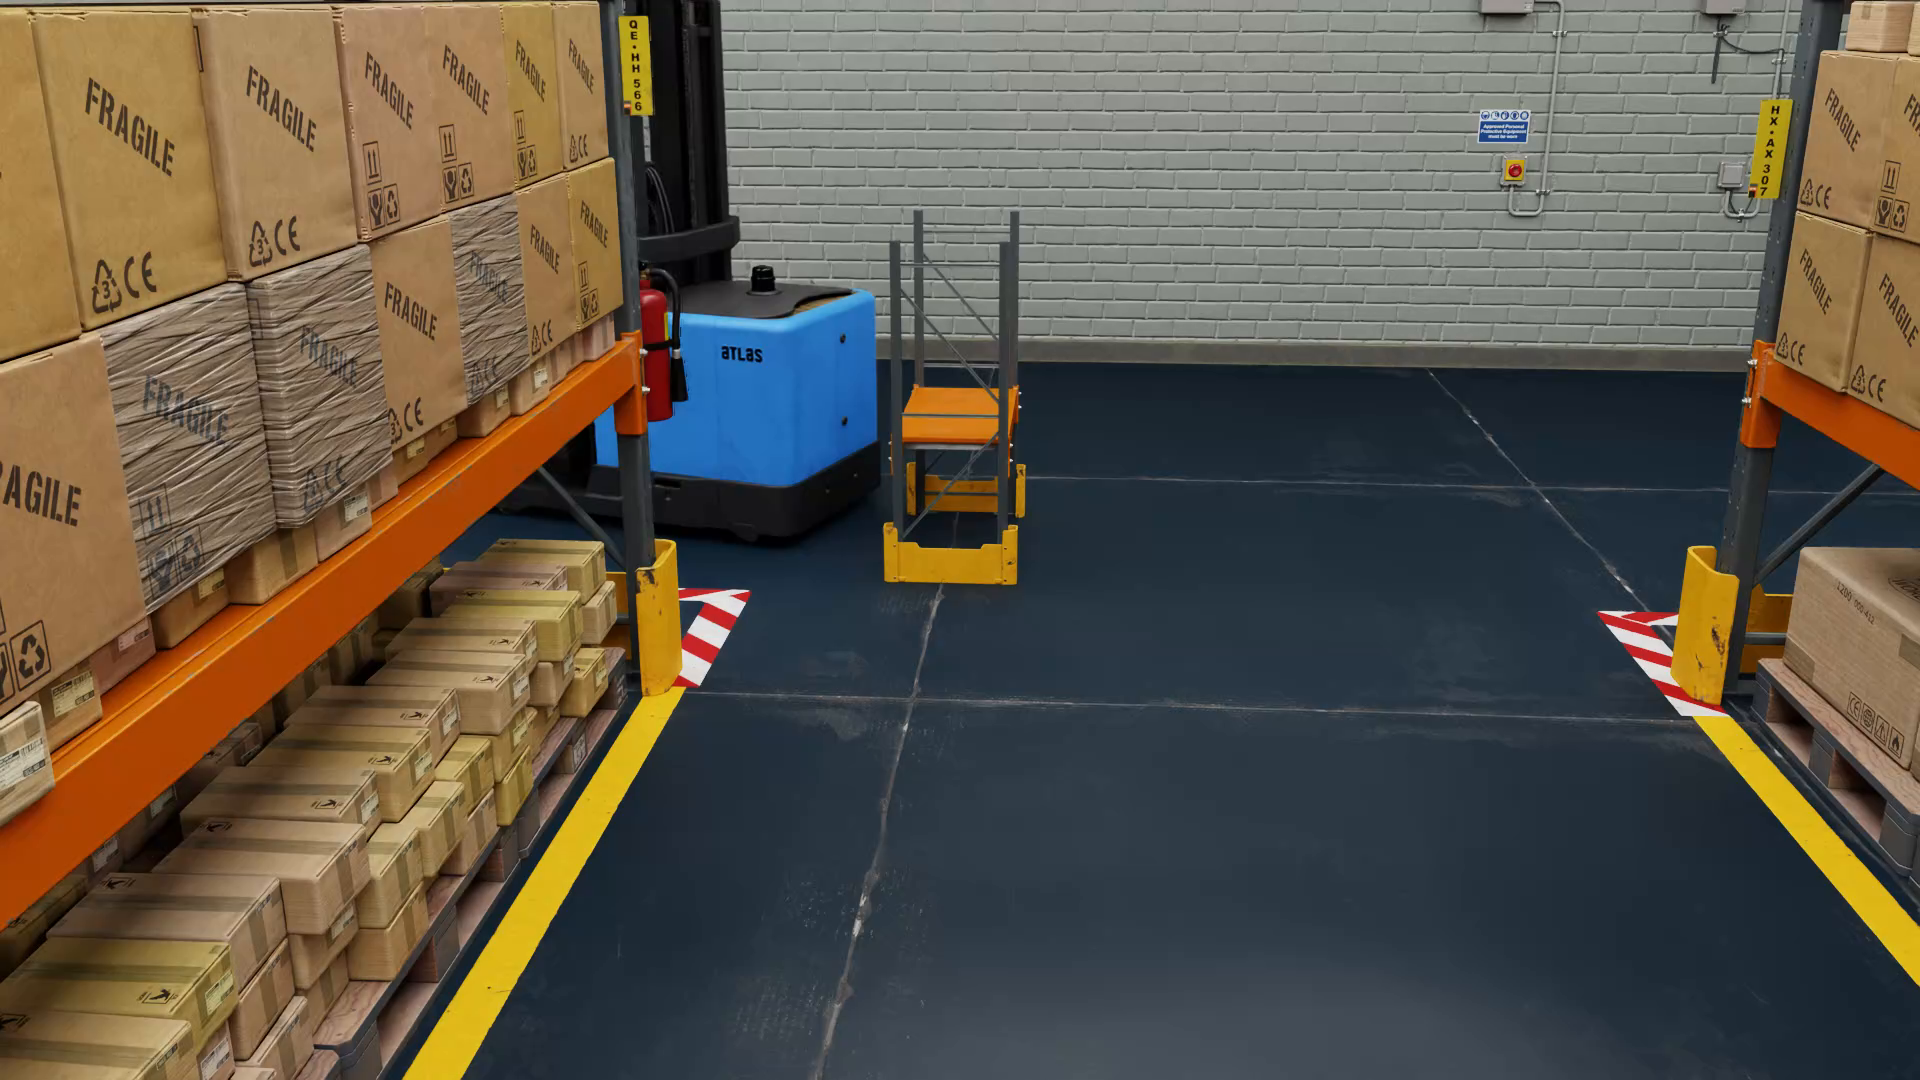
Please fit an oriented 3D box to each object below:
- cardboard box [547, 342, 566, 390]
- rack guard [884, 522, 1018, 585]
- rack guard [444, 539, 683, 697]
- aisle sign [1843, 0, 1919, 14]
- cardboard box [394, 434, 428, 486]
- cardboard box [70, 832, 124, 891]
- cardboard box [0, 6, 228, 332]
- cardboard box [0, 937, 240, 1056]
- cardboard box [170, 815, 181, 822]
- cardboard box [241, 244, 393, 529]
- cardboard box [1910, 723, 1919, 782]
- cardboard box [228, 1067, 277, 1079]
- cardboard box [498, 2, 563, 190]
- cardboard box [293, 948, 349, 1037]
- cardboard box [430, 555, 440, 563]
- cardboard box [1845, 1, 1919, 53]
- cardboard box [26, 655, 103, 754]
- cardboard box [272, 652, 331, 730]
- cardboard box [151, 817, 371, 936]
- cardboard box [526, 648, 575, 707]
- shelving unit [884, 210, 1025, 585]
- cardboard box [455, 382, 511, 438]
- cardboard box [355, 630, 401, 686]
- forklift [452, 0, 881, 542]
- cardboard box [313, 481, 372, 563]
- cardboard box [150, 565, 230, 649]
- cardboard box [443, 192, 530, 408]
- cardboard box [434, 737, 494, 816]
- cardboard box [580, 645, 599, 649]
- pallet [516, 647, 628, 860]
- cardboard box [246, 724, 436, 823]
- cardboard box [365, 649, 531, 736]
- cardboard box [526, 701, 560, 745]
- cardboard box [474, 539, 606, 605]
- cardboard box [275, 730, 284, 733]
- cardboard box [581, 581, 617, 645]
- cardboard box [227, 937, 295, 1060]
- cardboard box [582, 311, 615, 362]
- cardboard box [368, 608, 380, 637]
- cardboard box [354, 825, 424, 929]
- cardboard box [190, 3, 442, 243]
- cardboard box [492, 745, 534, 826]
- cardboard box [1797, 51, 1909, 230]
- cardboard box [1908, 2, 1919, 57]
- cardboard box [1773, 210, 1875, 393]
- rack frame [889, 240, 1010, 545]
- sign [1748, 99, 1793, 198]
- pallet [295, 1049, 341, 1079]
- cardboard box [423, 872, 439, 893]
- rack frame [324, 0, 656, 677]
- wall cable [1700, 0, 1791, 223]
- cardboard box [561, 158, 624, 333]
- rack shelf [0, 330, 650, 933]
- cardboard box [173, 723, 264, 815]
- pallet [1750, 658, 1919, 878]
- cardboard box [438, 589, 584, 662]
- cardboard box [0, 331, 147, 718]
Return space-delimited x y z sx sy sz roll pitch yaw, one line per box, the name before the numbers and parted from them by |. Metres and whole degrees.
cardboard box | -1.456 -0.553 5.198 0.380 0.149 0.250 1 18 3
rack guard | -0.041 0.060 7.340 0.587 0.250 0.087 1 18 4
rack guard | -1.662 0.277 6.276 1.175 0.500 0.348 1 18 4
aisle sign | 3.004 -2.120 5.401 0.394 0.787 0.004 1 18 4
cardboard box | -1.581 -0.227 4.202 0.380 0.149 0.250 2 18 5
cardboard box | -2.164 0.741 3.793 0.380 0.149 0.250 0 18 1
cardboard box | -1.646 -0.653 2.853 0.500 0.500 0.500 1 18 2
cardboard box | -1.664 0.914 3.266 0.380 0.149 0.250 1 18 3
cardboard box | -2.014 0.728 4.309 0.380 0.149 0.250 2 18 7
cardboard box | -1.556 -0.339 3.502 0.500 0.500 0.500 1 18 3
cardboard box | 3.283 0.654 4.551 0.875 0.438 0.875 2 18 5
cardboard box | -1.612 1.196 3.361 0.380 0.149 0.250 1 18 4
cardboard box | -1.478 -1.294 4.810 0.500 0.500 0.500 1 18 2
cardboard box | -1.659 1.031 3.862 0.380 0.149 0.250 1 18 2
cardboard box | -2.033 0.093 5.771 0.380 0.149 0.250 0 18 1
cardboard box | 2.986 -1.583 5.128 0.380 0.149 0.250 2 18 5
cardboard box | -1.652 0.264 2.703 0.380 0.149 0.250 2 18 6
cardboard box | -2.043 0.421 4.769 0.380 0.149 0.250 2 18 6
cardboard box | -1.569 0.755 3.750 0.380 0.149 0.250 2 18 5
cardboard box | -1.445 0.411 5.279 0.380 0.149 0.250 1 18 2
shelving unit | -0.005 -0.689 7.617 0.587 1.500 1.083 1 18 4
cardboard box | -1.500 -0.392 4.707 0.380 0.149 0.250 0 18 1
cardboard box | -1.956 0.398 5.318 0.380 0.149 0.250 2 18 5
forklift | -1.973 -1.663 8.292 3.031 2.935 1.130 7 20 22
cardboard box | -1.551 -0.064 3.704 0.380 0.149 0.250 2 18 6
cardboard box | -1.660 0.096 3.216 0.380 0.149 0.250 0 18 1
cardboard box | -1.501 -0.661 4.484 0.500 0.500 0.500 1 18 4
cardboard box | -1.507 0.651 4.545 0.380 0.149 0.250 2 18 7
cardboard box | -1.486 0.388 5.824 0.380 0.149 0.250 2 18 5
pallet | -1.756 0.665 5.553 1.003 0.211 1.213 1 18 4
cardboard box | -1.575 0.593 4.245 0.380 0.149 0.250 1 18 4
cardboard box | -1.455 0.431 4.738 0.380 0.149 0.250 2 18 6
cardboard box | -1.509 0.551 5.329 0.380 0.149 0.250 1 18 4
cardboard box | -1.442 0.108 5.726 0.380 0.149 0.250 1 18 5
cardboard box | -2.006 0.560 4.824 0.380 0.149 0.250 0 18 1
cardboard box | -1.410 0.249 5.771 0.380 0.149 0.250 1 18 2
cardboard box | -1.666 0.975 3.557 0.380 0.149 0.250 0 18 1
cardboard box | -1.398 -0.708 5.670 0.380 0.149 0.250 1 18 4
cardboard box | -2.079 0.256 5.272 0.380 0.149 0.250 1 18 4
cardboard box | -1.541 0.813 4.050 0.380 0.149 0.250 1 18 3
cardboard box | -1.541 -0.968 3.815 0.500 0.500 0.500 1 18 2
cardboard box | -1.469 0.708 4.848 0.380 0.149 0.250 0 18 1
cardboard box | 2.969 -1.236 5.111 0.500 0.500 0.500 1 18 3
cardboard box | 2.905 -1.421 4.636 0.380 0.149 0.250 2 18 6
cardboard box | 2.967 -0.761 5.266 0.500 0.500 0.500 1 18 3
rack frame | -0.043 -0.528 7.127 0.500 1.500 0.032 1 18 4
sign | 2.735 -1.319 5.614 0.100 0.325 0.005 1 18 4
pallet | -1.931 1.423 3.241 1.003 0.211 1.213 1 18 4
cardboard box | -1.602 0.870 4.356 0.380 0.149 0.250 2 18 5
rack frame | -1.657 -0.935 5.959 1.000 3.000 0.127 1 18 4
wall cable | 5.084 -3.062 10.820 0.588 1.984 0.122 1 18 4
cardboard box | -1.432 -0.978 5.454 0.500 0.500 0.500 2 18 5
rack shelf | -1.800 0.028 4.175 1.077 0.370 4.000 1 18 4
cardboard box | -2.030 0.582 4.278 0.380 0.149 0.250 1 18 4
pallet | 3.309 0.719 5.388 1.003 0.211 1.213 1 18 4
cardboard box | -1.409 0.268 5.237 0.380 0.149 0.250 1 18 3
cardboard box | -1.657 -0.030 2.558 0.500 0.500 0.500 1 18 3
